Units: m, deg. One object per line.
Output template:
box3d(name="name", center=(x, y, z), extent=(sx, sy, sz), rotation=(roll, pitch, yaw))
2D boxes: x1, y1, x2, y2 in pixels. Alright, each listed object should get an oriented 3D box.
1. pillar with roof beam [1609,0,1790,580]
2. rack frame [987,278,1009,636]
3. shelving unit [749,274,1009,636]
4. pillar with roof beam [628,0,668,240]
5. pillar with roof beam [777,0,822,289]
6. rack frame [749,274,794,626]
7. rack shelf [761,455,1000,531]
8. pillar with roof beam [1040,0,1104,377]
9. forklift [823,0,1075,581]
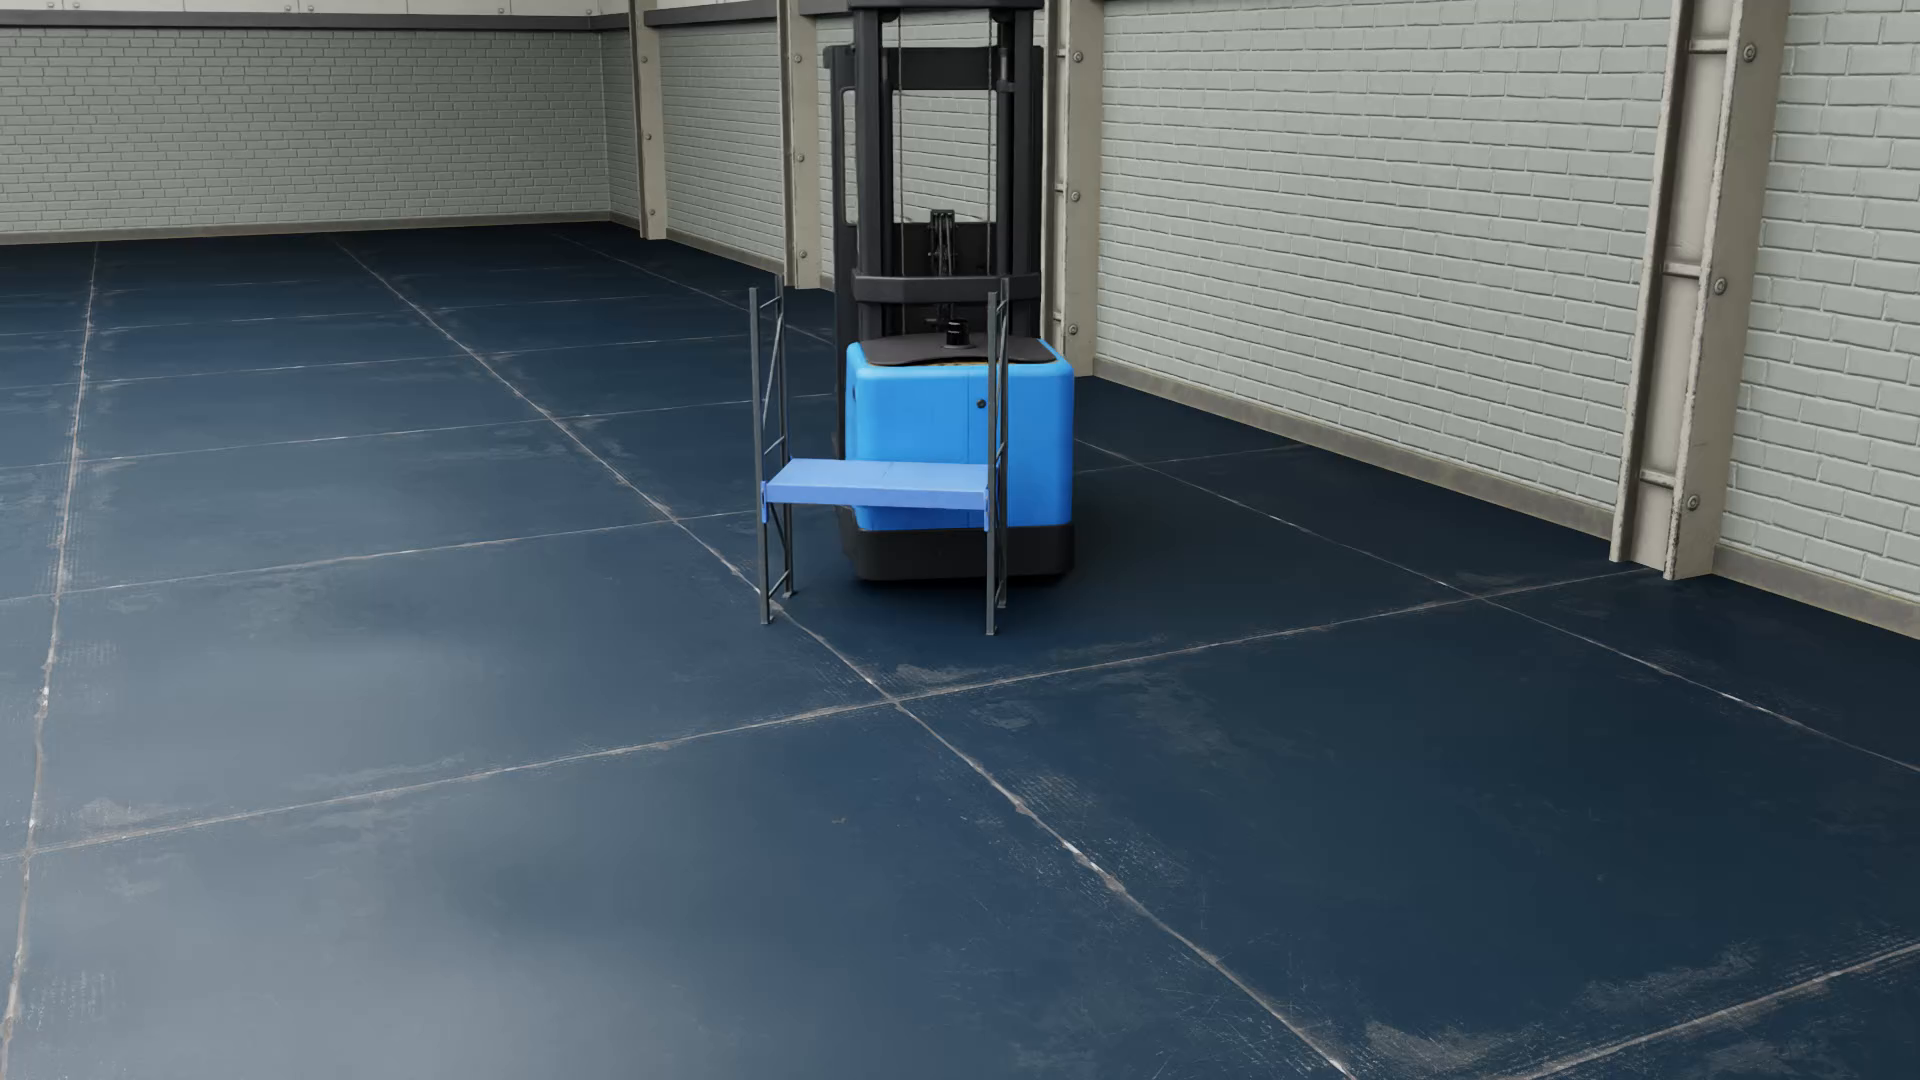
box3d(name="pillar with roof beam", center=(-0.367, -3.676, 5.247), extent=(9.100, 9.000, 0.400), rotation=(-8, 18, -25))
box3d(name="rack frame", center=(0.167, -0.368, 7.315), extent=(0.032, 1.500, 0.500), rotation=(2, 16, 8))
box3d(name="shelving unit", center=(-0.336, -0.388, 7.383), extent=(1.048, 1.500, 0.538), rotation=(2, 16, 8))
box3d(name="pillar with roof beam", center=(-8.253, -8.140, 20.800), extent=(9.100, 9.000, 0.400), rotation=(-8, 18, -25))
box3d(name="pillar with roof beam", center=(-5.624, -6.652, 15.616), extent=(9.100, 9.000, 0.400), rotation=(-8, 18, -25))
box3d(name="rack frame", center=(-0.840, -0.407, 7.450), extent=(0.032, 1.500, 0.500), rotation=(2, 16, 8))
box3d(name="rack shelf", center=(-0.336, -0.215, 7.432), extent=(1.000, 0.185, 0.538), rotation=(2, 16, 8))
box3d(name="pillar with roof beam", center=(-2.996, -5.164, 10.432), extent=(9.100, 9.000, 0.400), rotation=(-8, 18, -25))
box3d(name="forklift", center=(-0.150, -1.576, 8.930), extent=(1.130, 2.935, 3.031), rotation=(-2, 16, -7))
